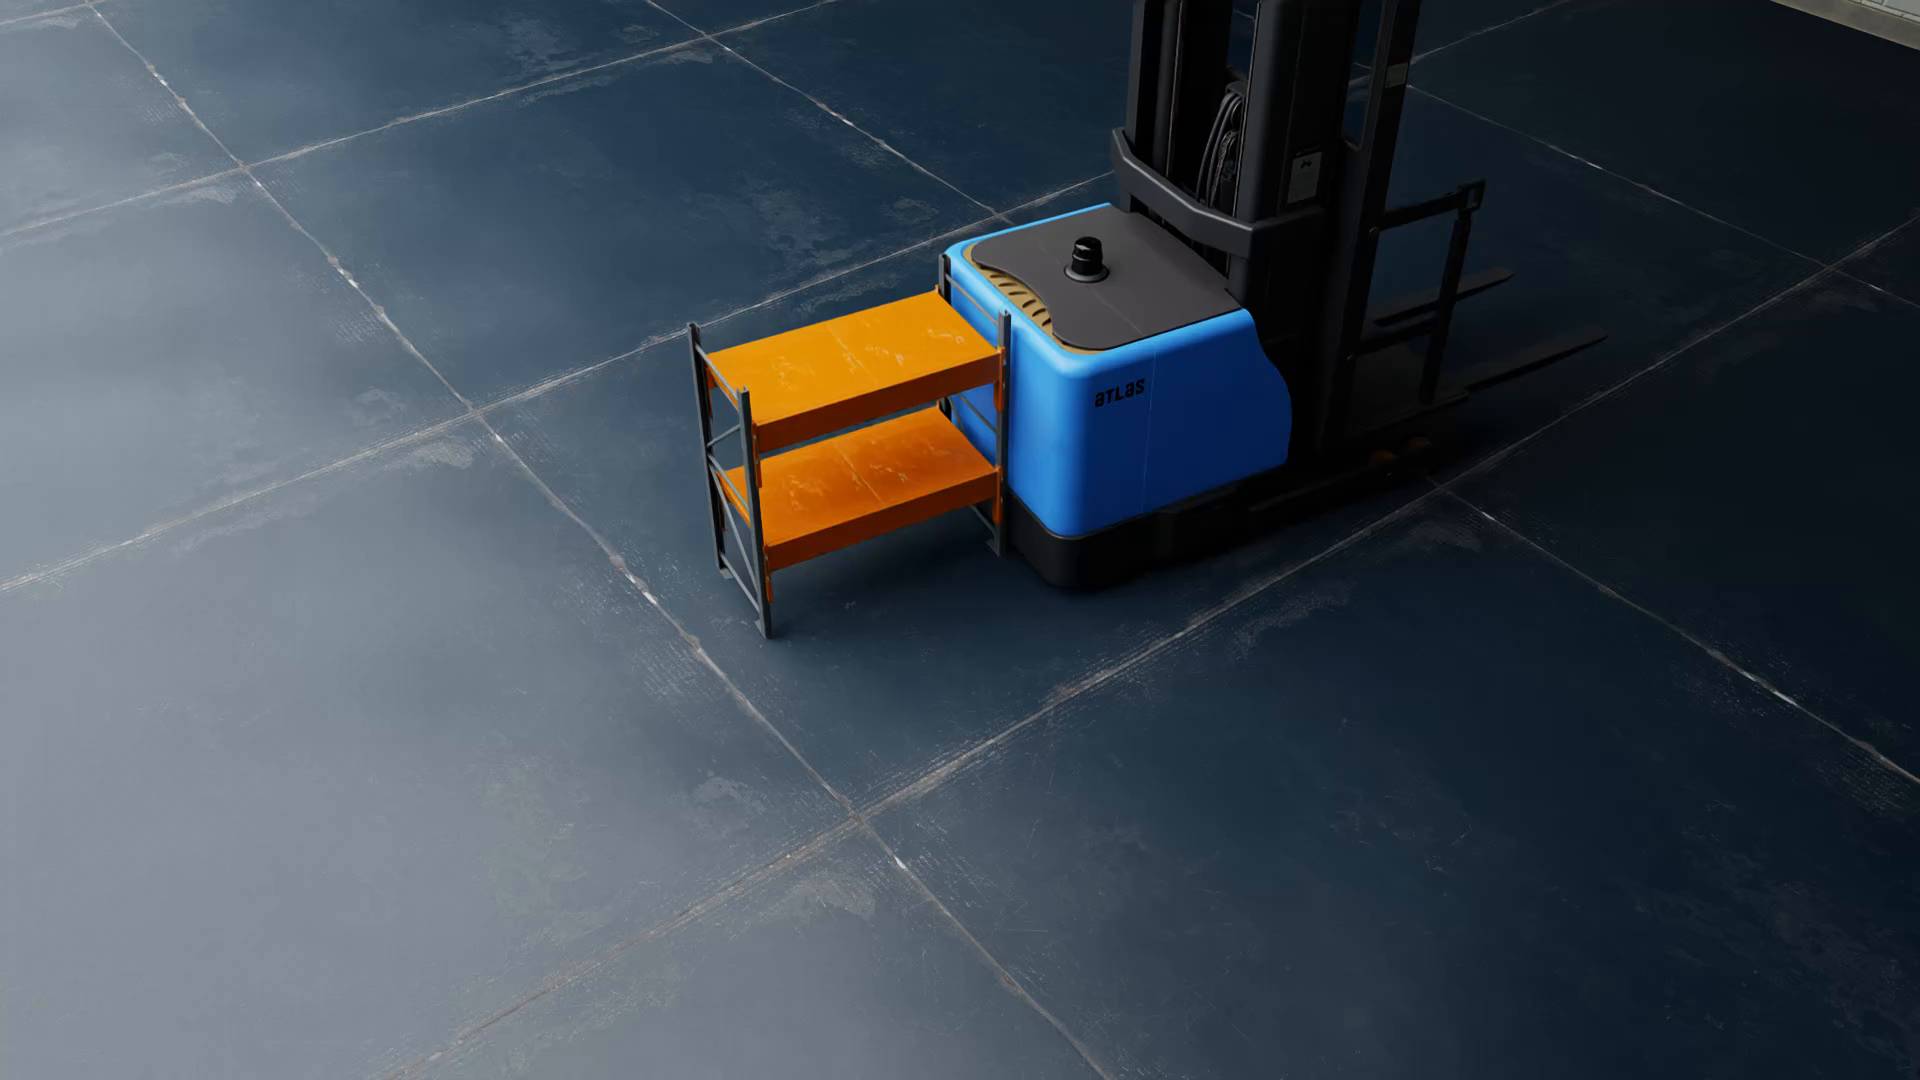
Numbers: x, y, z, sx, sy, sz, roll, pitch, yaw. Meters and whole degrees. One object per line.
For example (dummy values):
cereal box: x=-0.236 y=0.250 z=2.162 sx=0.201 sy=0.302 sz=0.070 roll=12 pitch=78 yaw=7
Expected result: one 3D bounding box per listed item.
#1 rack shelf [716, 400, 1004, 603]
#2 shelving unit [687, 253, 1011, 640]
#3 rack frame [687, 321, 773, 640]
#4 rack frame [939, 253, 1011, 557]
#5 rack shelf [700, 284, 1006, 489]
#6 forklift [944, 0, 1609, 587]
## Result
rack shelf: x=-0.394 y=-0.166 z=6.451 sx=1.000 sy=0.278 sz=0.538 roll=-19 pitch=43 yaw=-22
shelving unit: x=-0.394 y=-0.355 z=6.296 sx=1.048 sy=1.125 sz=0.538 roll=-19 pitch=43 yaw=-22
rack frame: x=-0.841 y=-0.201 z=6.108 sx=0.032 sy=1.125 sz=0.500 roll=-19 pitch=43 yaw=-22
rack frame: x=0.052 y=-0.509 z=6.484 sx=0.032 sy=1.125 sz=0.500 roll=-19 pitch=43 yaw=-22
rack shelf: x=-0.394 y=-0.581 z=6.110 sx=1.000 sy=0.278 sz=0.538 roll=-19 pitch=43 yaw=-22
forklift: x=1.455 y=-1.623 z=6.417 sx=3.031 sy=2.935 sz=1.130 roll=-19 pitch=43 yaw=-22
